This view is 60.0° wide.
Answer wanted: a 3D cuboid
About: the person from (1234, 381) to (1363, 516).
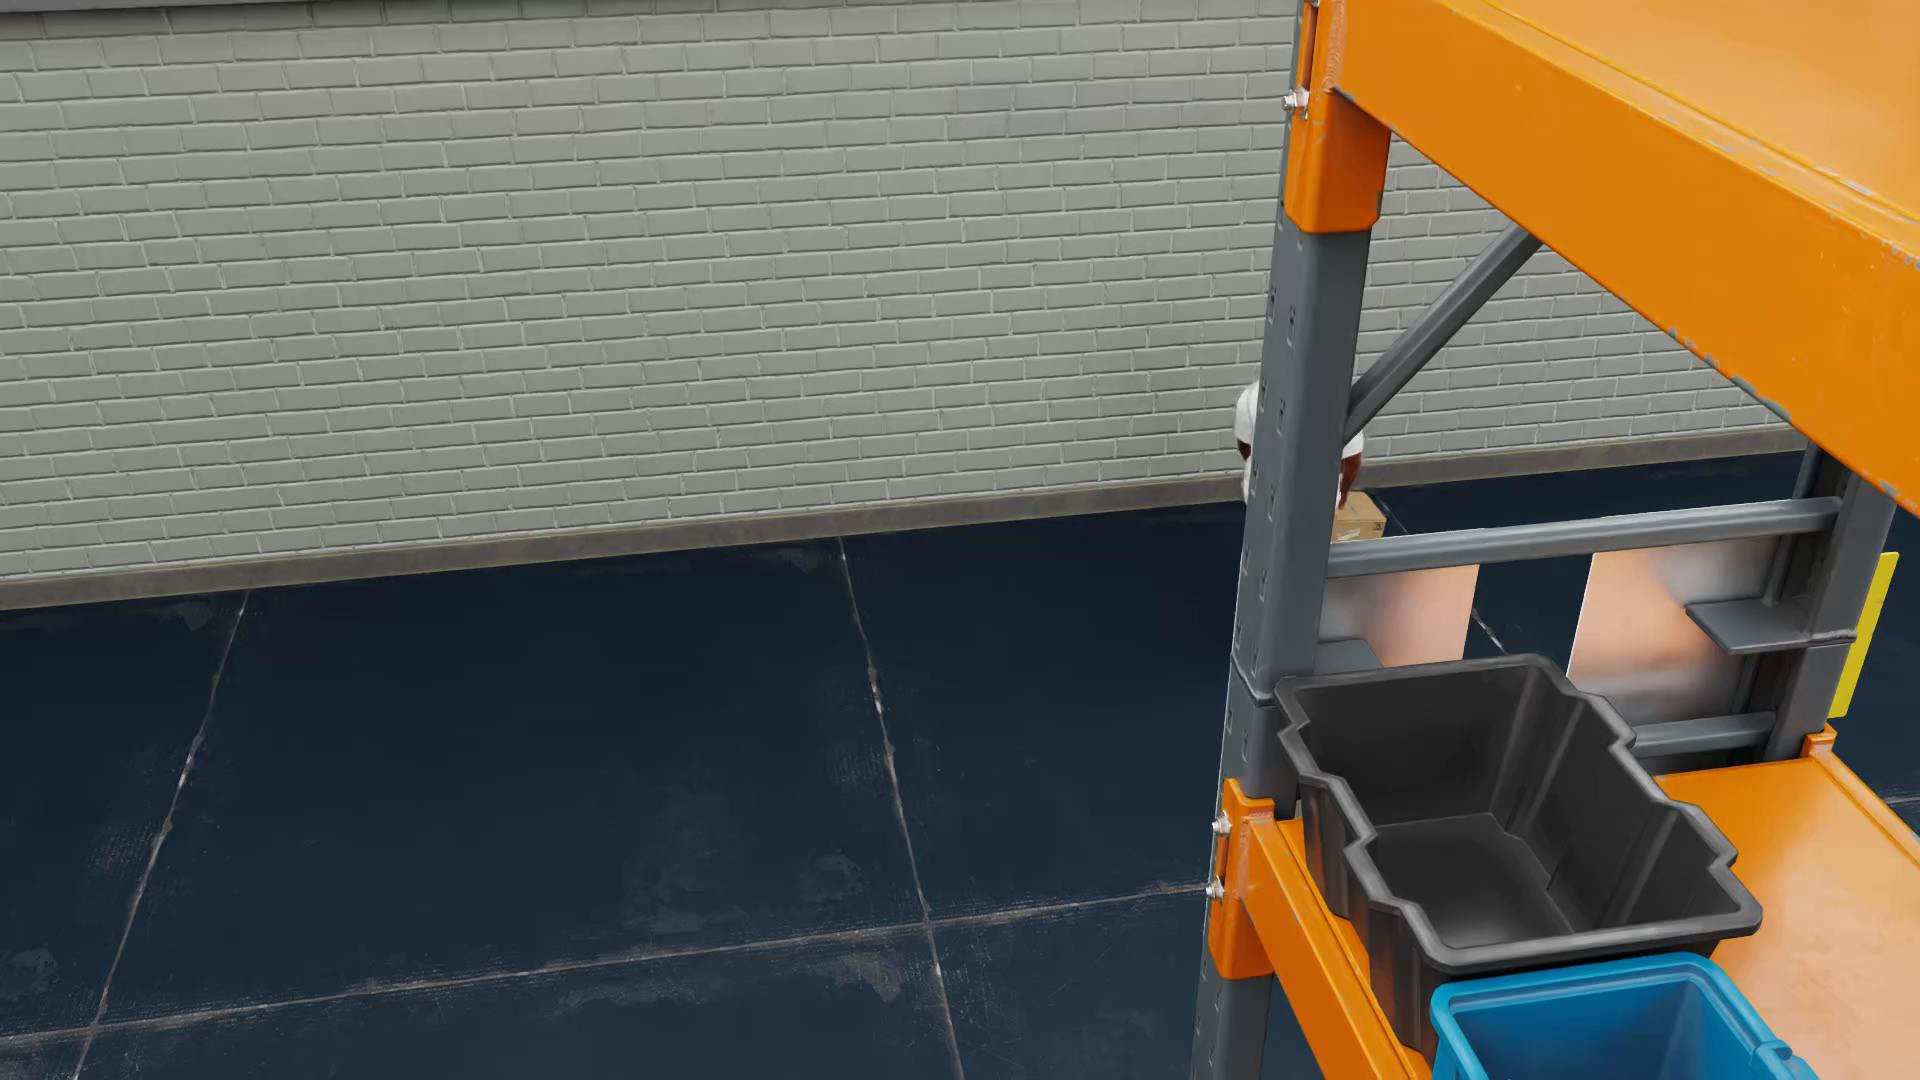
[{"bbox_3d":[1.506,-0.190,7.398,0.603,1.777,0.476,11,32,17],"label":"person"}]
